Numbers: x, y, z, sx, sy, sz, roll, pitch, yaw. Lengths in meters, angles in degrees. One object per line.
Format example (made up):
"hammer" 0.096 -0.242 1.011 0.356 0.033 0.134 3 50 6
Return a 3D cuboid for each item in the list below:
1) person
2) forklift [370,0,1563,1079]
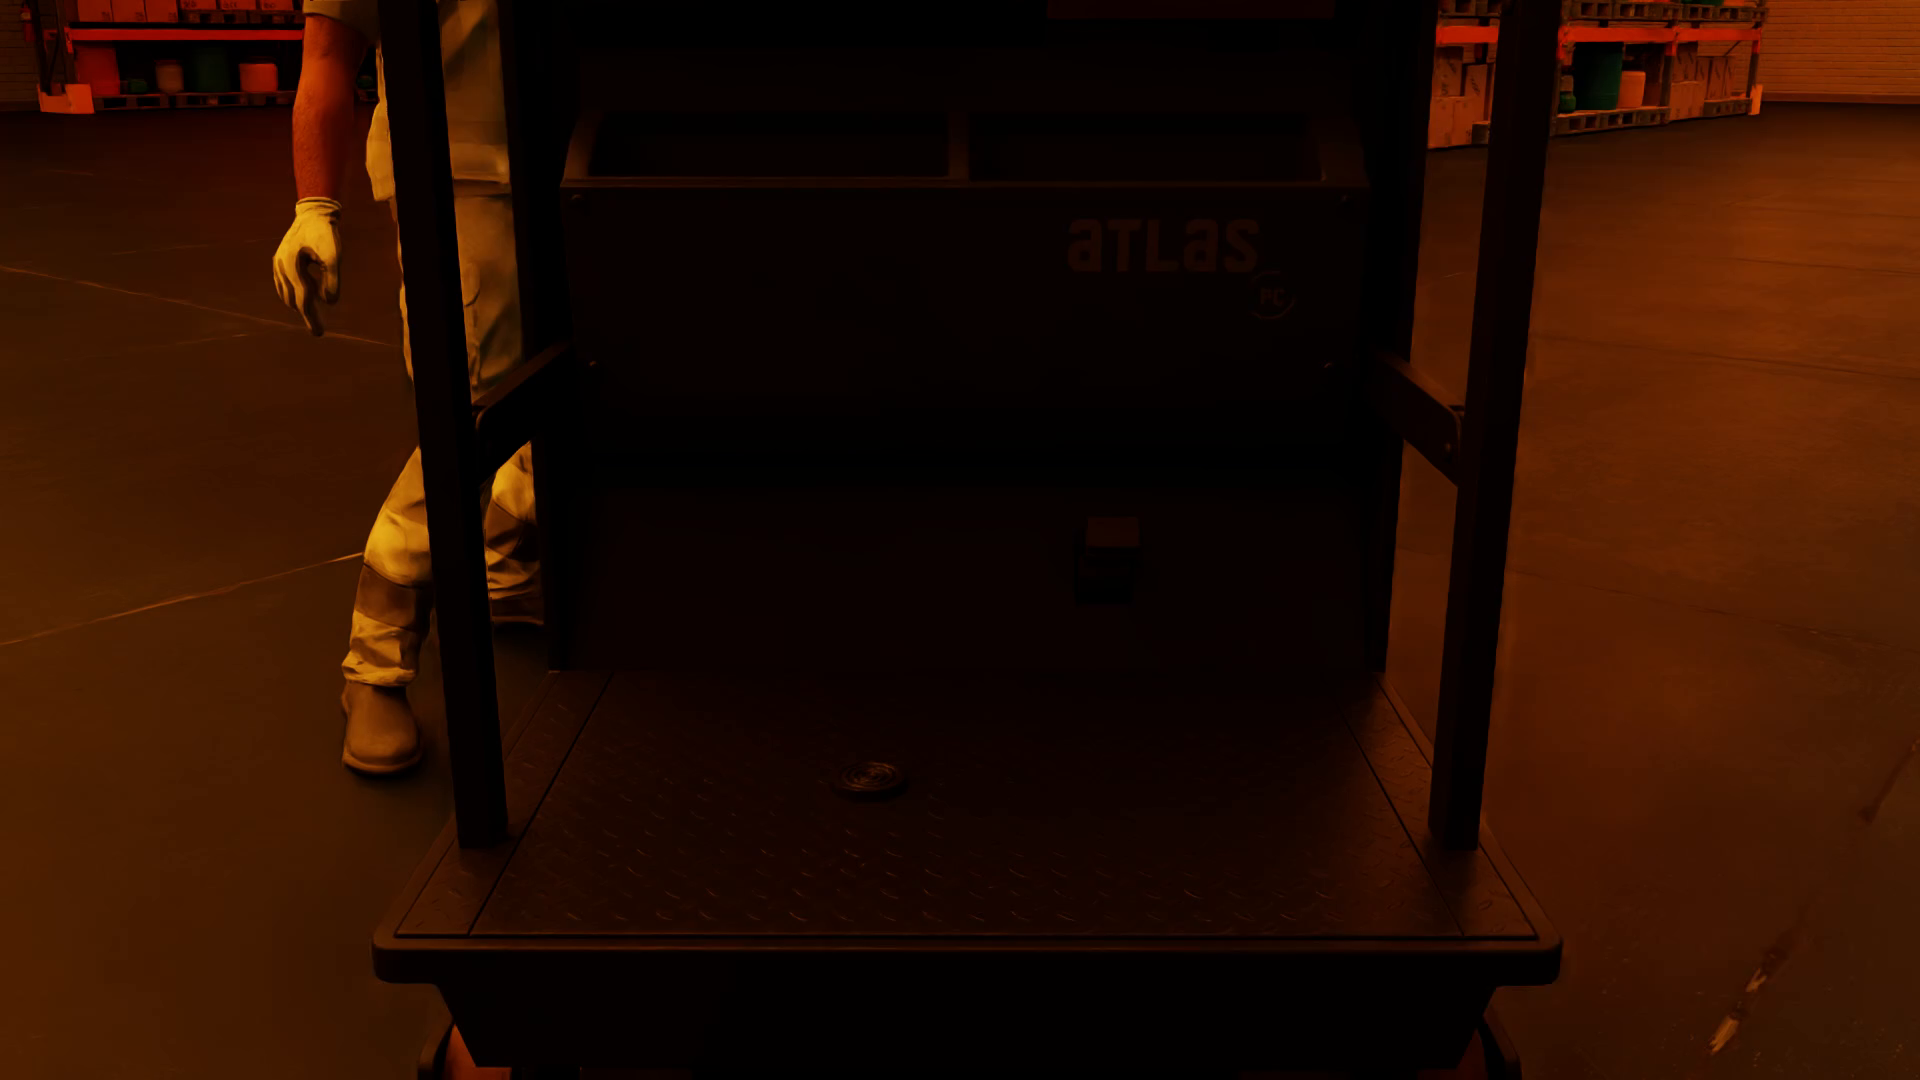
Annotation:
"person" -0.807 -0.576 2.910 0.472 1.723 1.059 4 17 13
"forklift" 0.007 -0.830 1.631 1.130 2.935 3.031 0 17 0
